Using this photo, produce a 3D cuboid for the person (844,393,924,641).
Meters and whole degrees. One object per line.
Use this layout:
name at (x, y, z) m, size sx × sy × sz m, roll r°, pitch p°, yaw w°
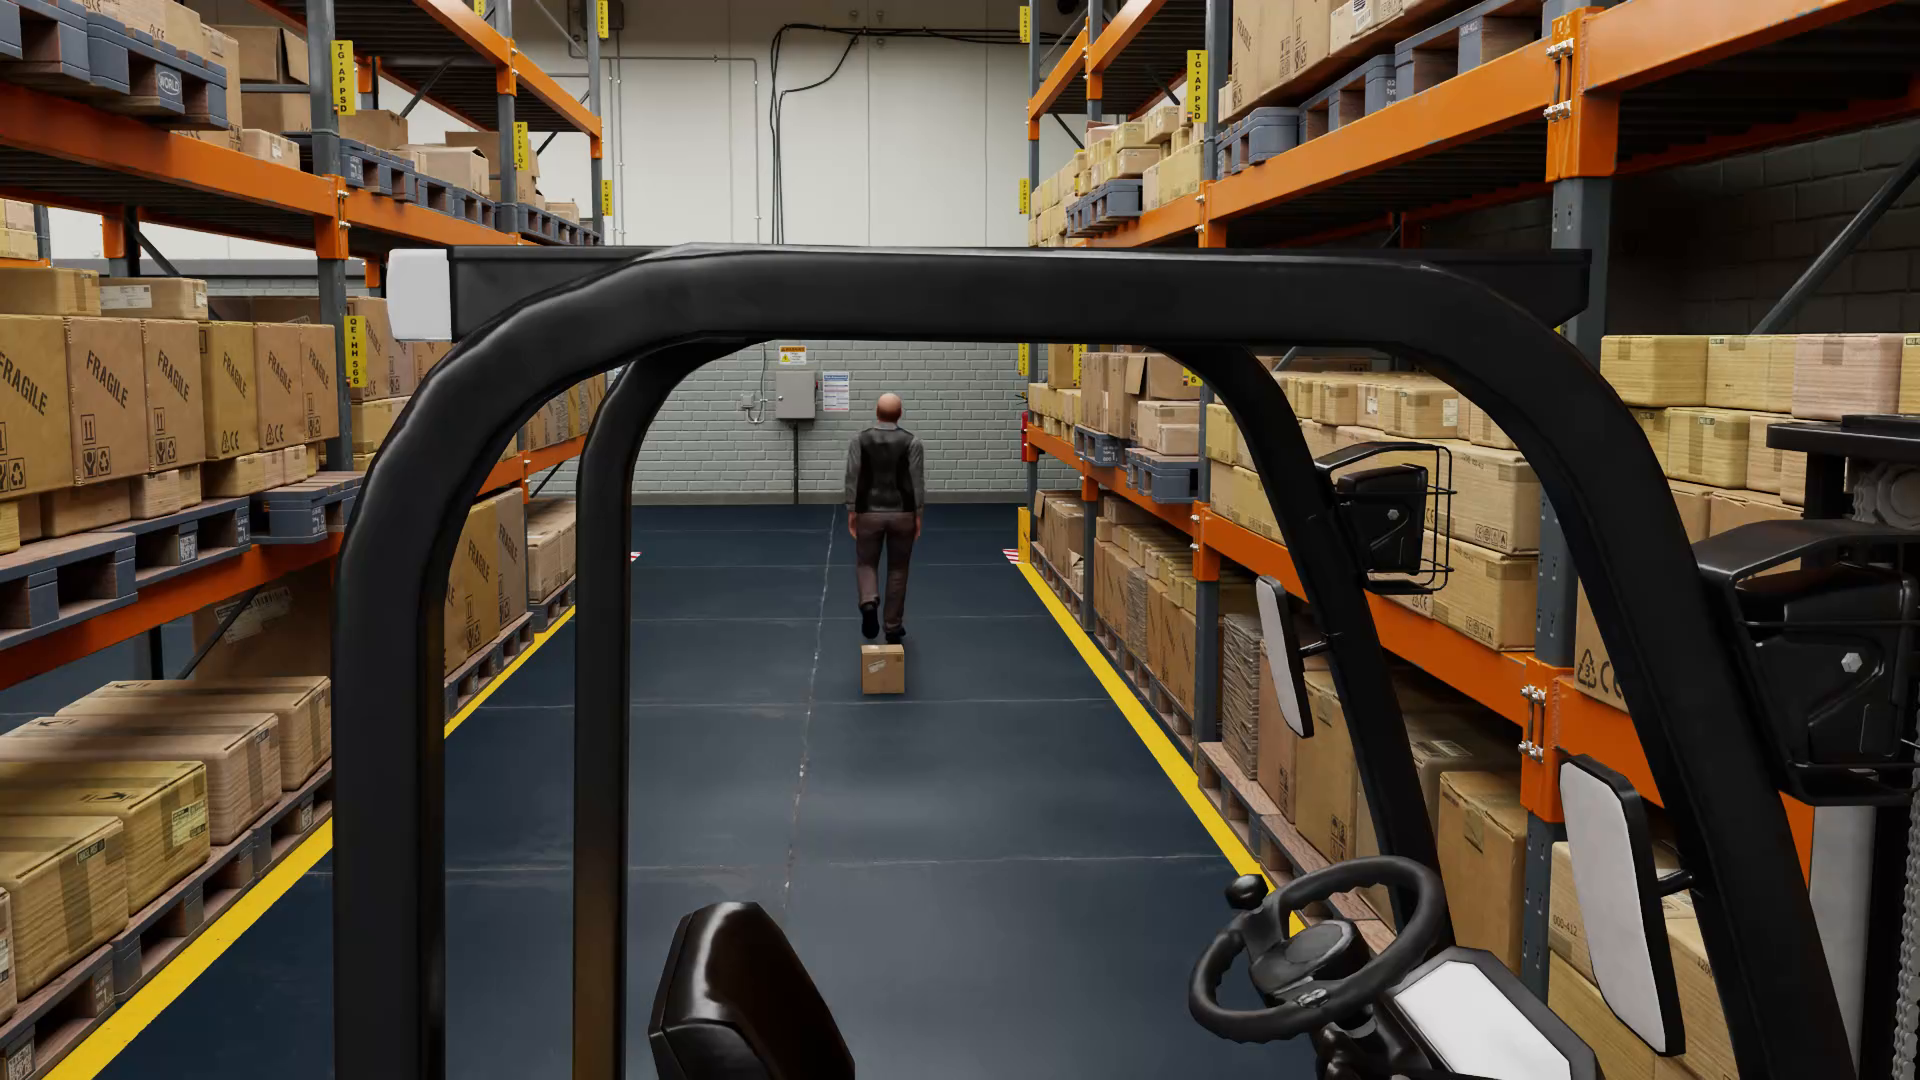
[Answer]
person at (-0.519, -0.148, 11.405) m, size 0.547 × 1.709 × 0.597 m, roll 0°, pitch 7°, yaw 2°
